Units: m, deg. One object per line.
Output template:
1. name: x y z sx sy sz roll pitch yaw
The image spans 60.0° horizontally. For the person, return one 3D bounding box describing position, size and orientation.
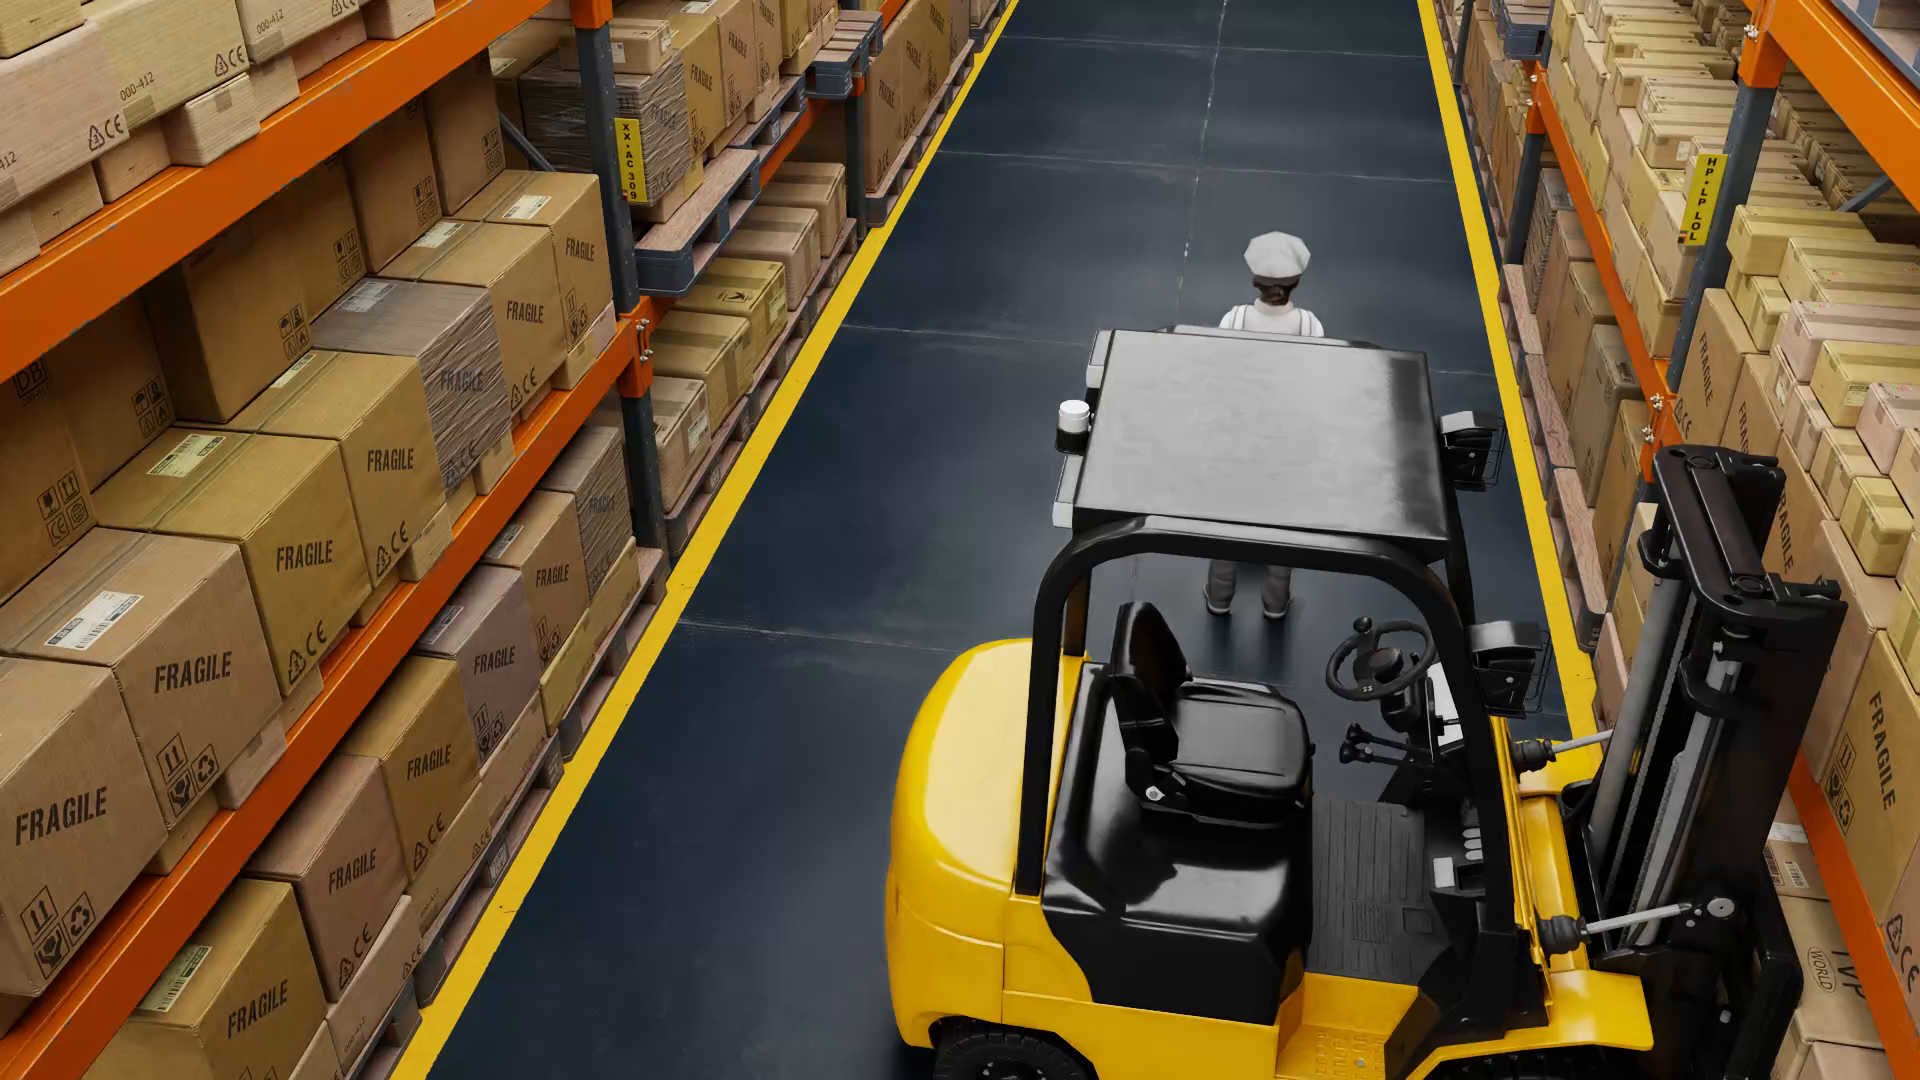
1. person: 1.227 -0.448 6.822 0.437 1.684 0.340 6 33 9
